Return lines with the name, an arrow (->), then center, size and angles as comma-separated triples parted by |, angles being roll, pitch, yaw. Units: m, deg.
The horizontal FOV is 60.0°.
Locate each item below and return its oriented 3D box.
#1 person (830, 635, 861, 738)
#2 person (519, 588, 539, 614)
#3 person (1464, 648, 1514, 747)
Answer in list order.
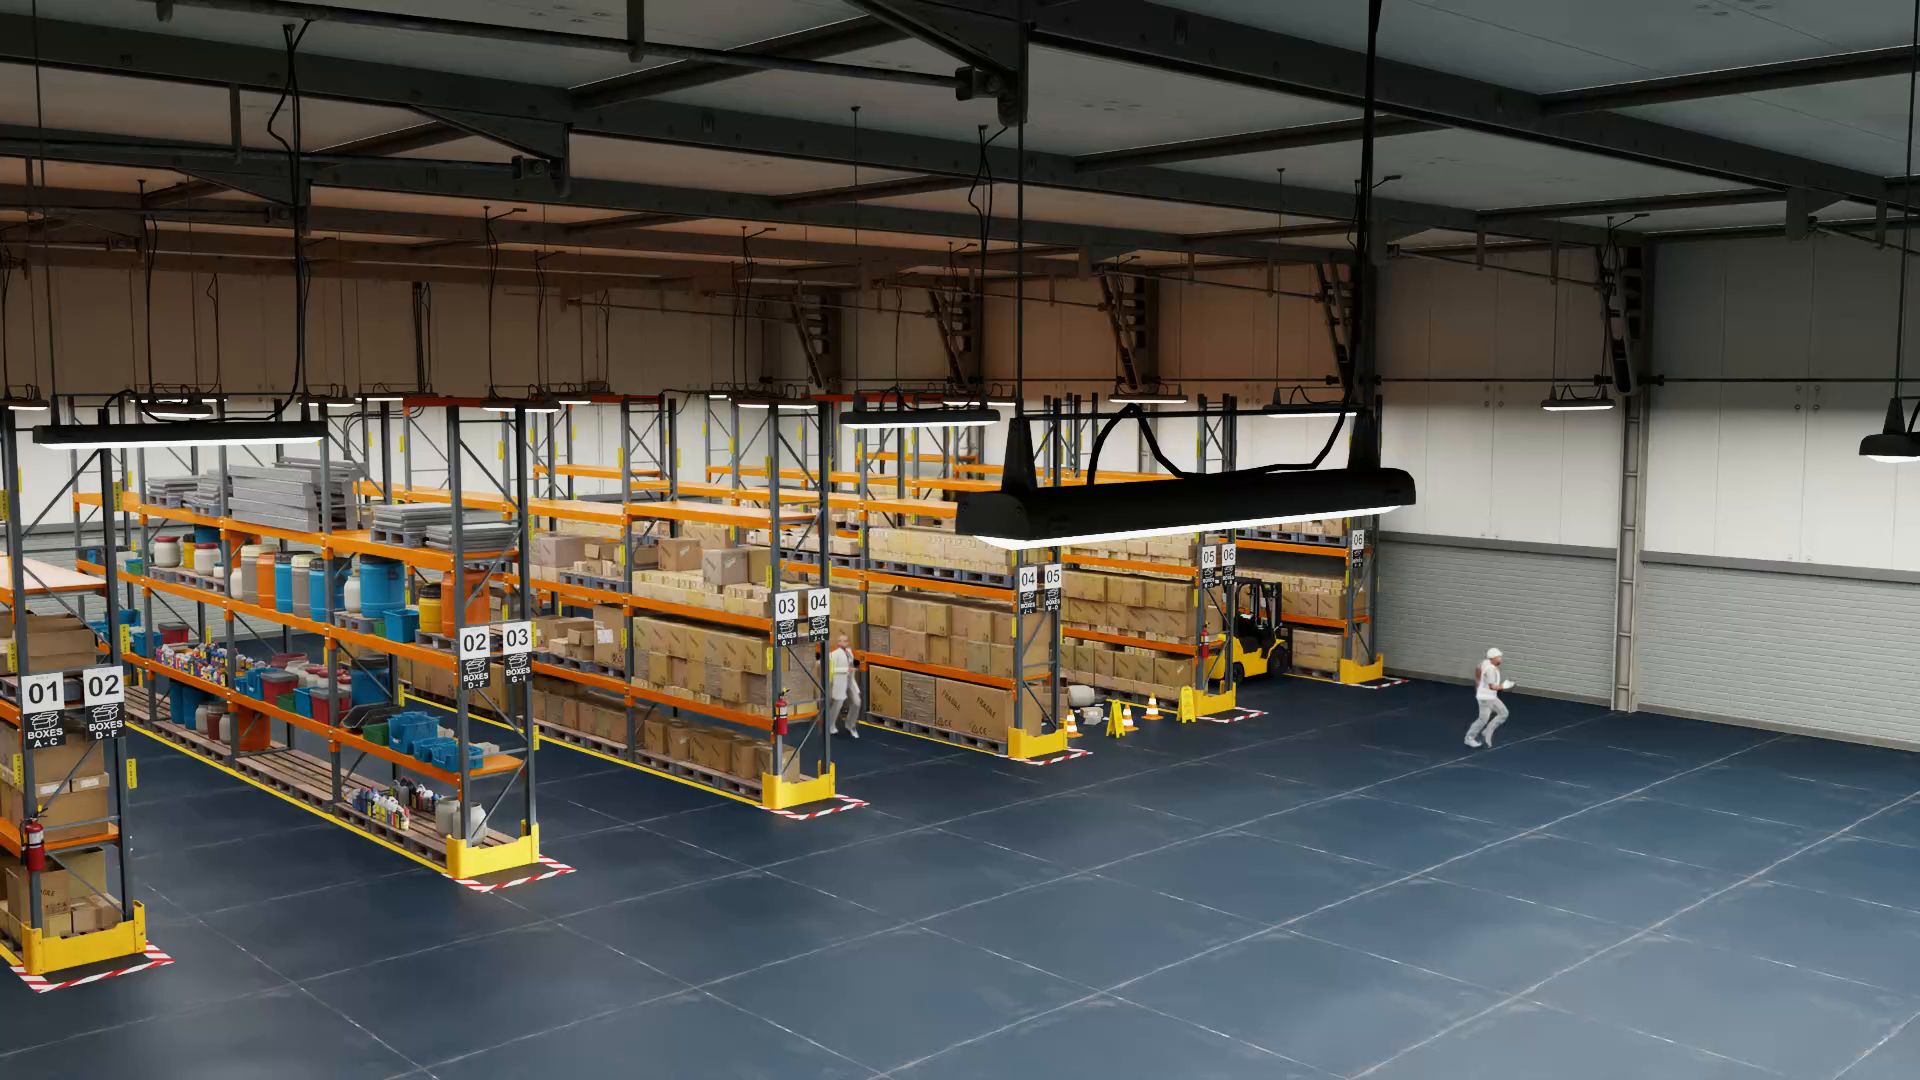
person -> -2.059, 2.606, 29.461 | 0.808, 1.856, 0.708 | 5, 8, 44
person -> -9.808, 1.832, 37.520 | 0.714, 1.796, 0.883 | -4, 7, -32
person -> 9.044, 2.695, 28.394 | 0.794, 1.729, 0.722 | 2, 6, 21
